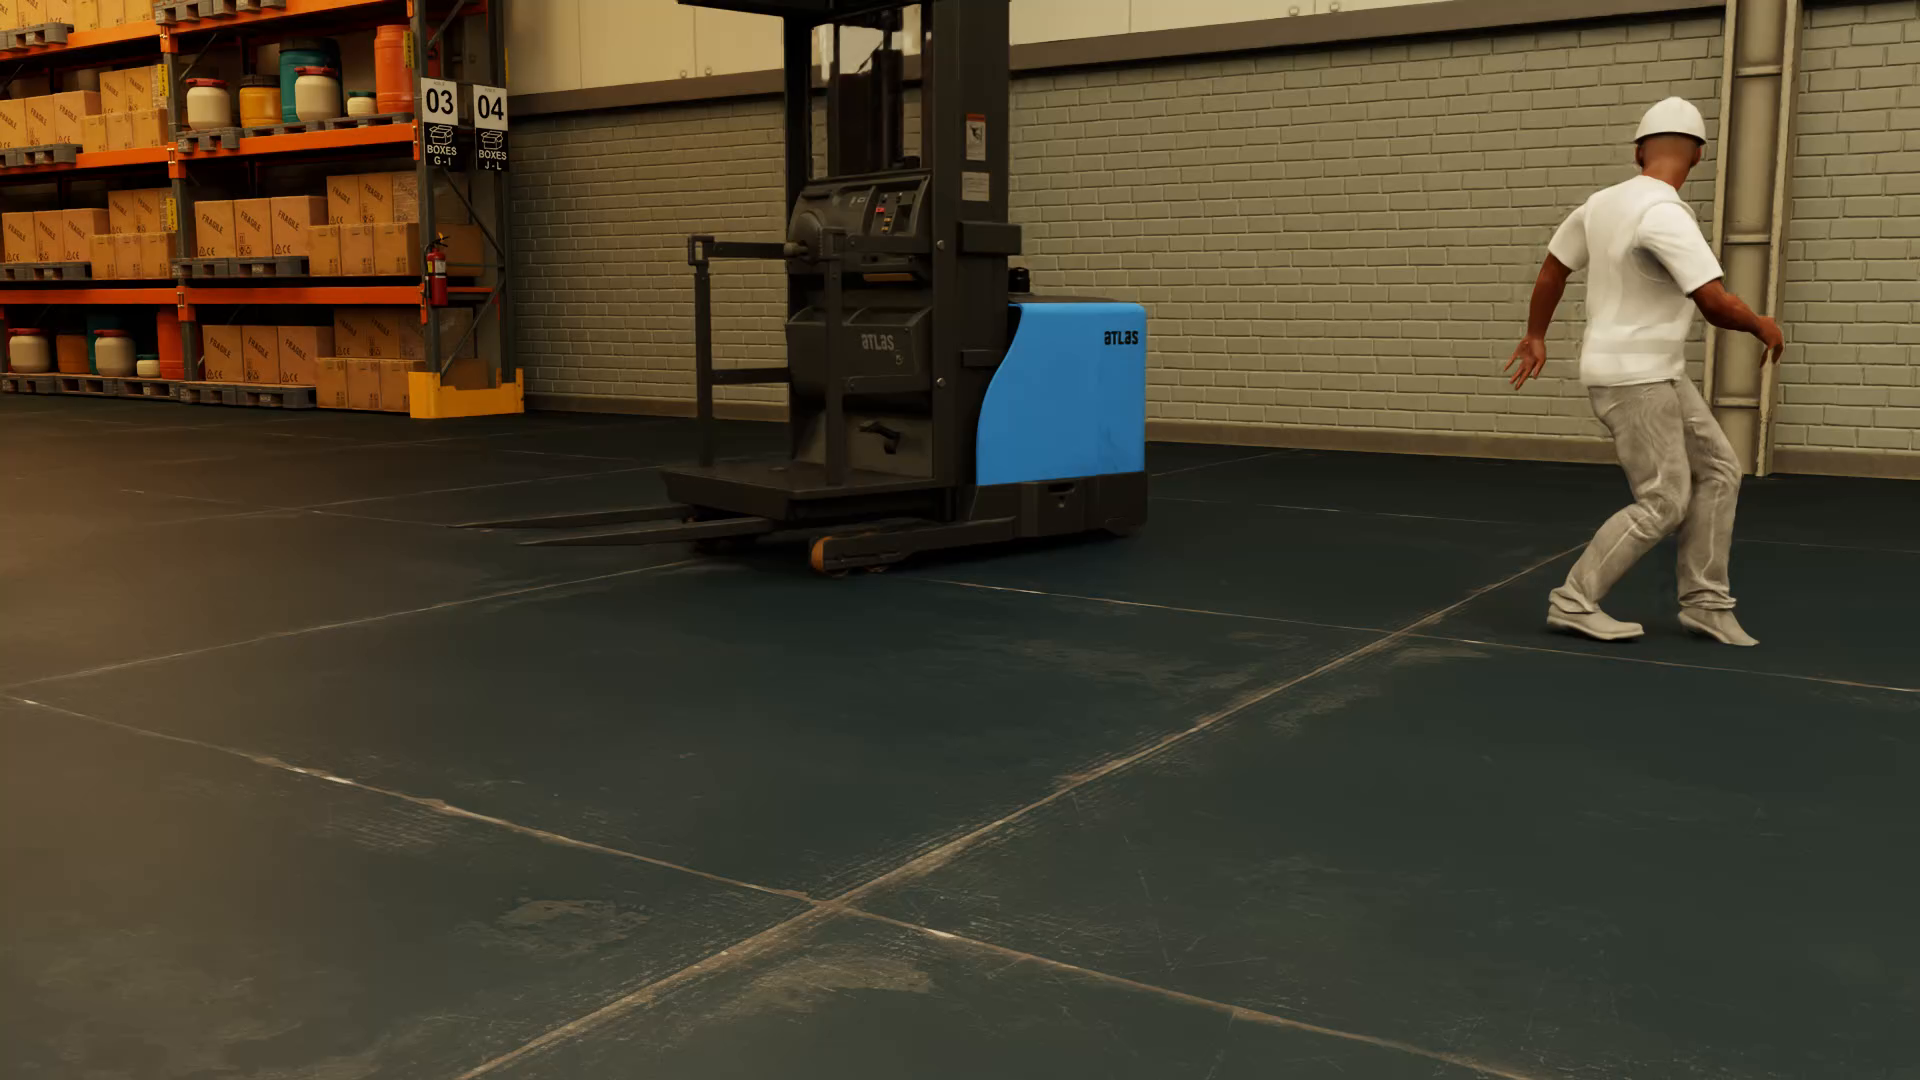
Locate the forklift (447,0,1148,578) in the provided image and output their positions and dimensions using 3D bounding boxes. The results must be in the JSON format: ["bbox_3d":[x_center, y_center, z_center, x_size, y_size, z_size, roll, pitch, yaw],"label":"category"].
[{"bbox_3d":[-0.598,-1.385,6.933,3.031,2.935,1.130,-7,10,-39],"label":"forklift"}]

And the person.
[{"bbox_3d":[2.162,-0.498,5.277,0.866,1.760,0.628,3,9,21],"label":"person"}]
